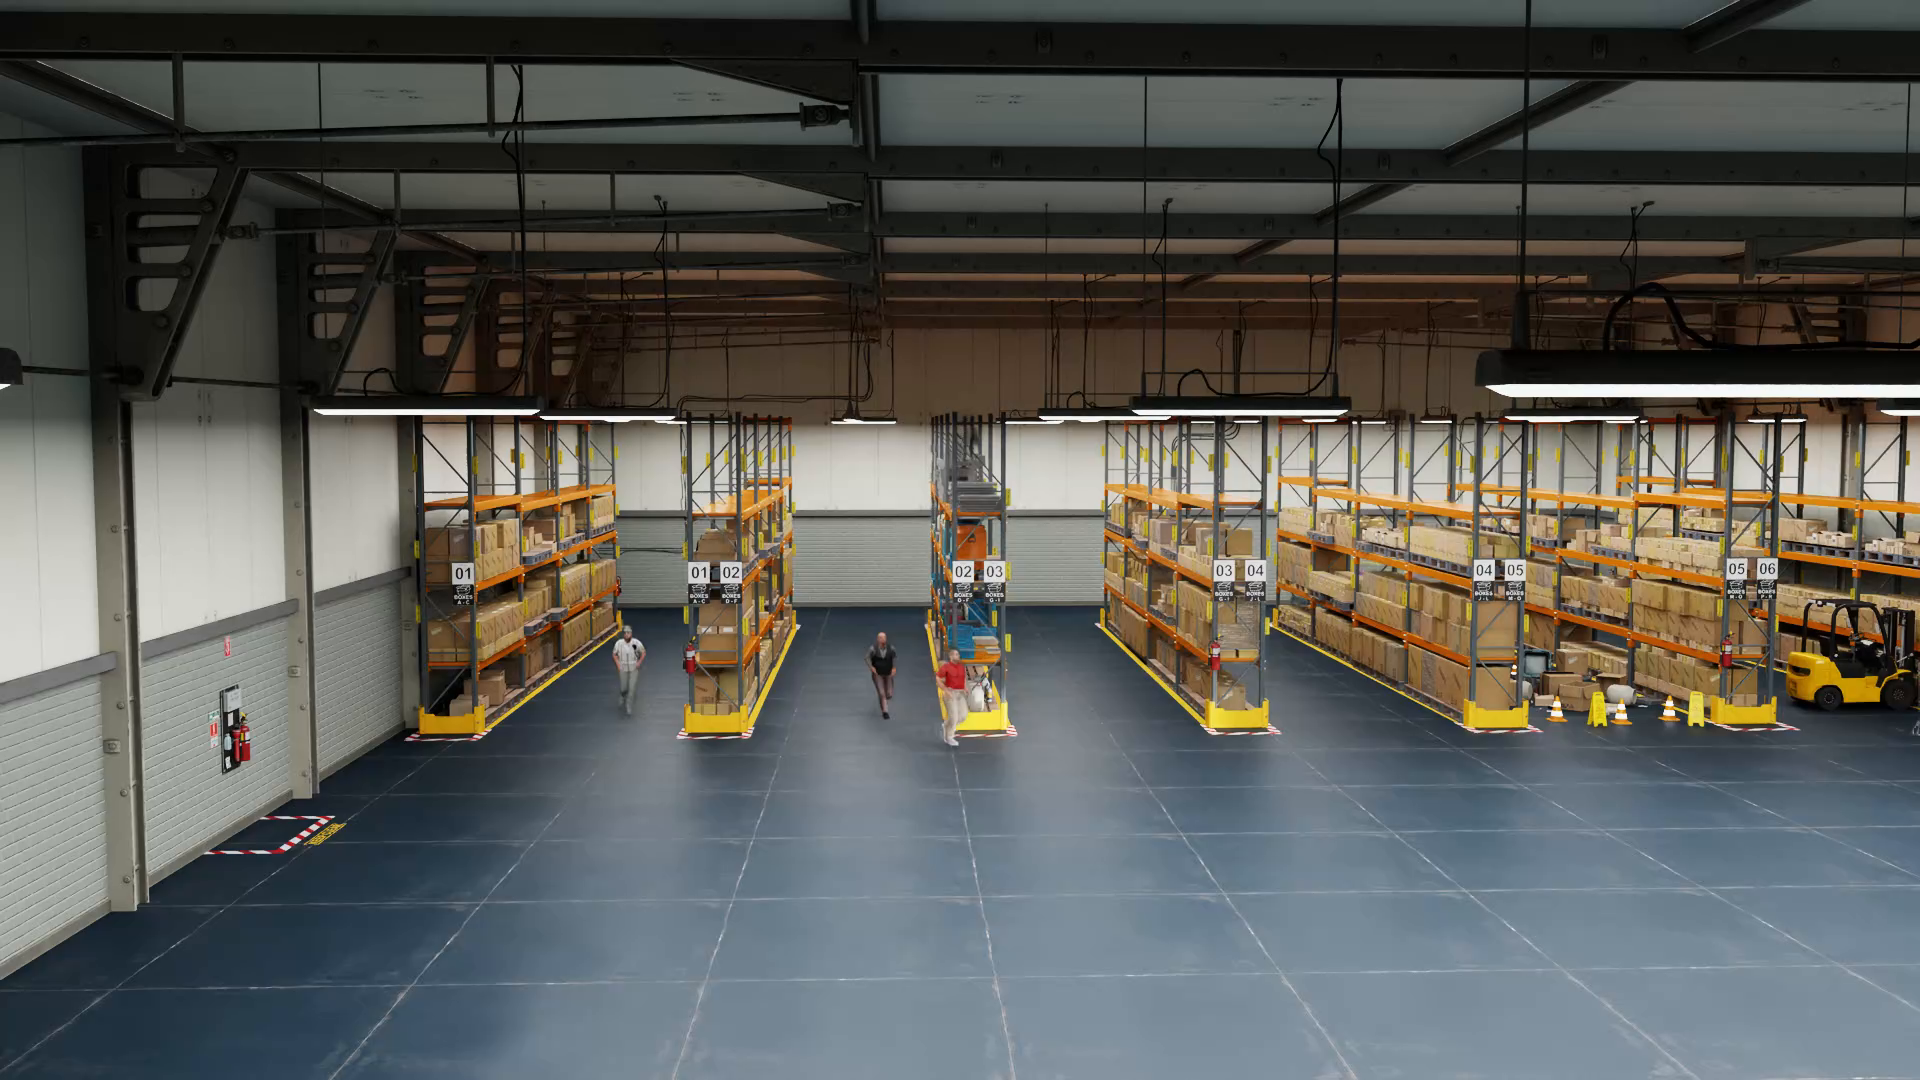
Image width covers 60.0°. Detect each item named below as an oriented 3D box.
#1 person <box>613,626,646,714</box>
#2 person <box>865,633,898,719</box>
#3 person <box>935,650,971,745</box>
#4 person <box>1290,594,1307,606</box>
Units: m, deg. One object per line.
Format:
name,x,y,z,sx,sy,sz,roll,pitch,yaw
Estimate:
person,-6.644,2.584,33.440,0.660,1.766,0.662,-1,4,-8
person,-1.543,2.658,32.828,0.680,1.688,0.610,-1,4,-12
person,-0.105,2.843,30.188,0.705,1.689,0.540,-4,5,-42
person,10.076,1.501,49.134,0.911,1.814,0.712,0,4,3
